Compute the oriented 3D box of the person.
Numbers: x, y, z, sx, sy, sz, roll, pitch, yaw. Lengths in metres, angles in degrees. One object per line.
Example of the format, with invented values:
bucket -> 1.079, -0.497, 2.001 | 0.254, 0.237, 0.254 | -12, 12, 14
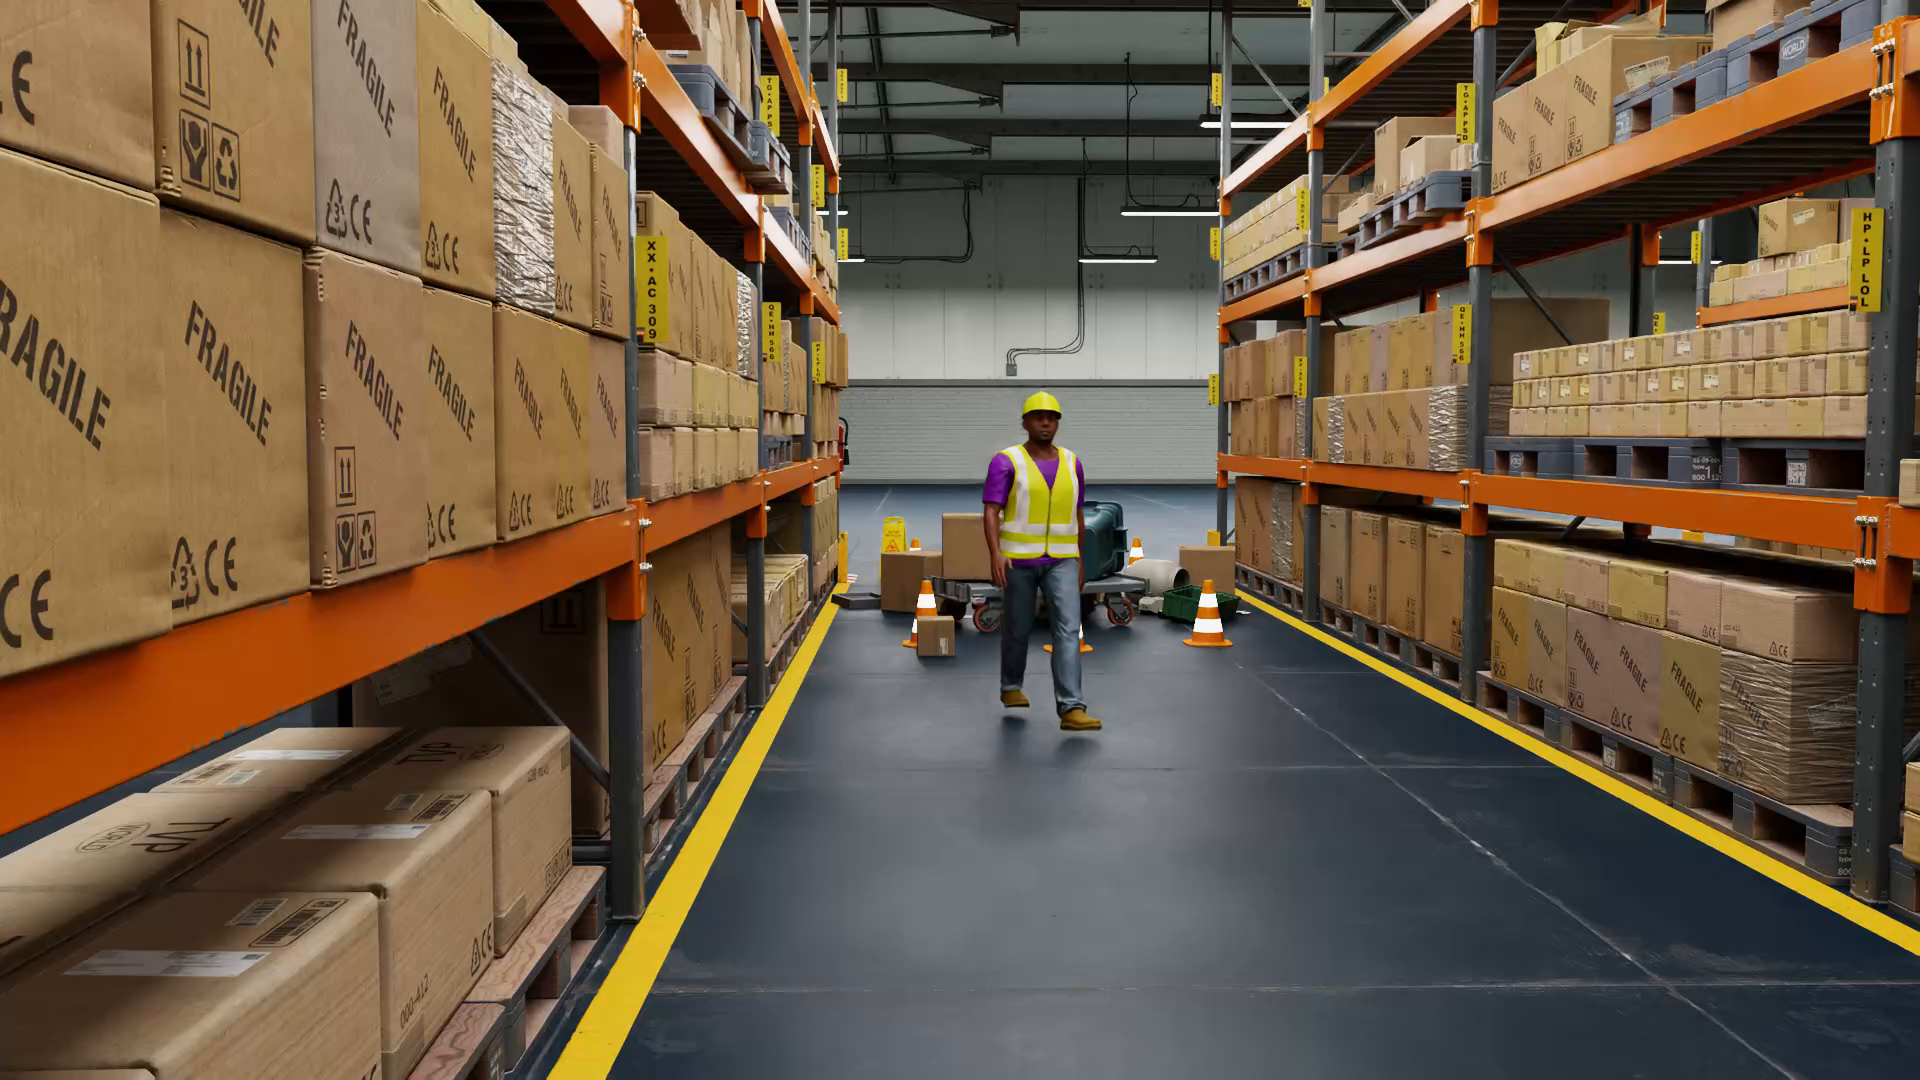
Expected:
person -> 0.418, 0.095, 8.587 | 0.604, 1.719, 1.031 | -1, 4, -13
